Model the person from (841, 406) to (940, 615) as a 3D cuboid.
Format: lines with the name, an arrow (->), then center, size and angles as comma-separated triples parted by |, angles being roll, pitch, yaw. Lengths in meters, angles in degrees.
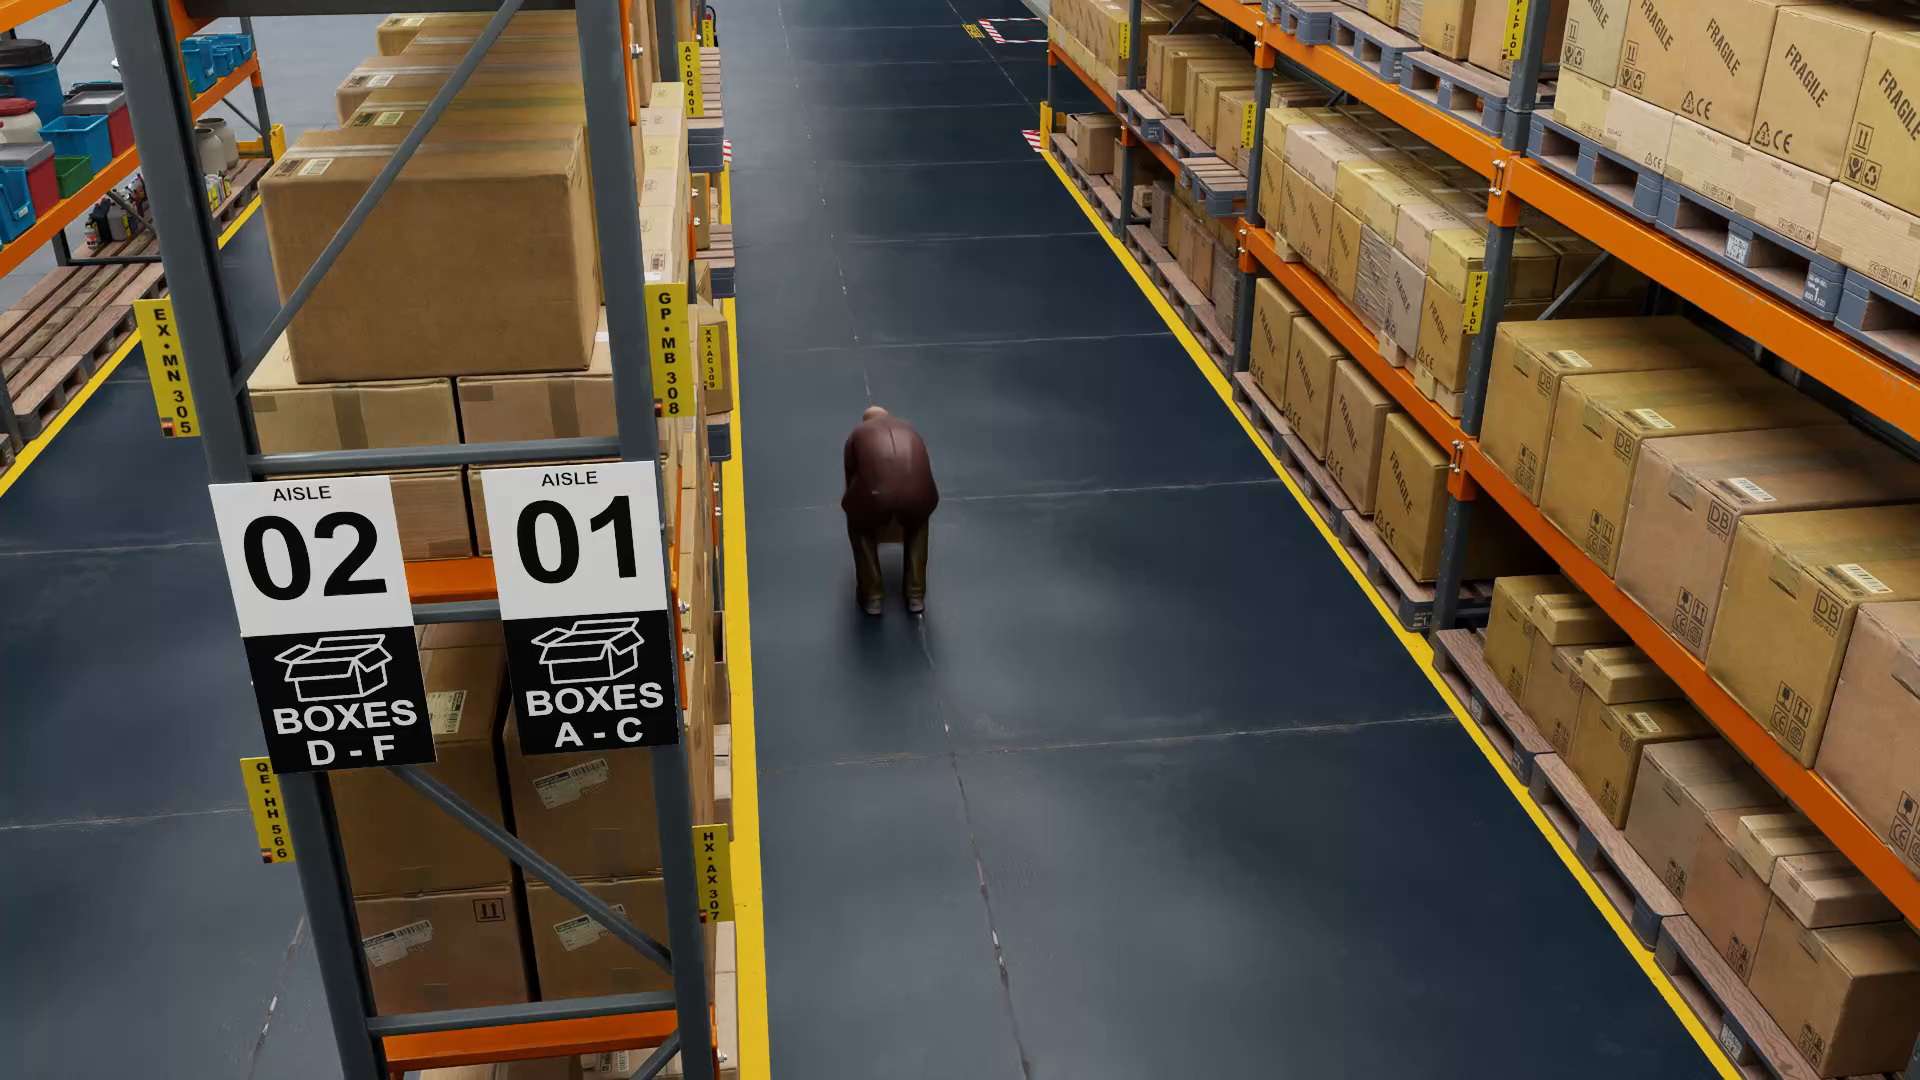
person -> -0.435, -0.202, 9.822 | 0.577, 1.066, 0.951 | -5, 27, -9
